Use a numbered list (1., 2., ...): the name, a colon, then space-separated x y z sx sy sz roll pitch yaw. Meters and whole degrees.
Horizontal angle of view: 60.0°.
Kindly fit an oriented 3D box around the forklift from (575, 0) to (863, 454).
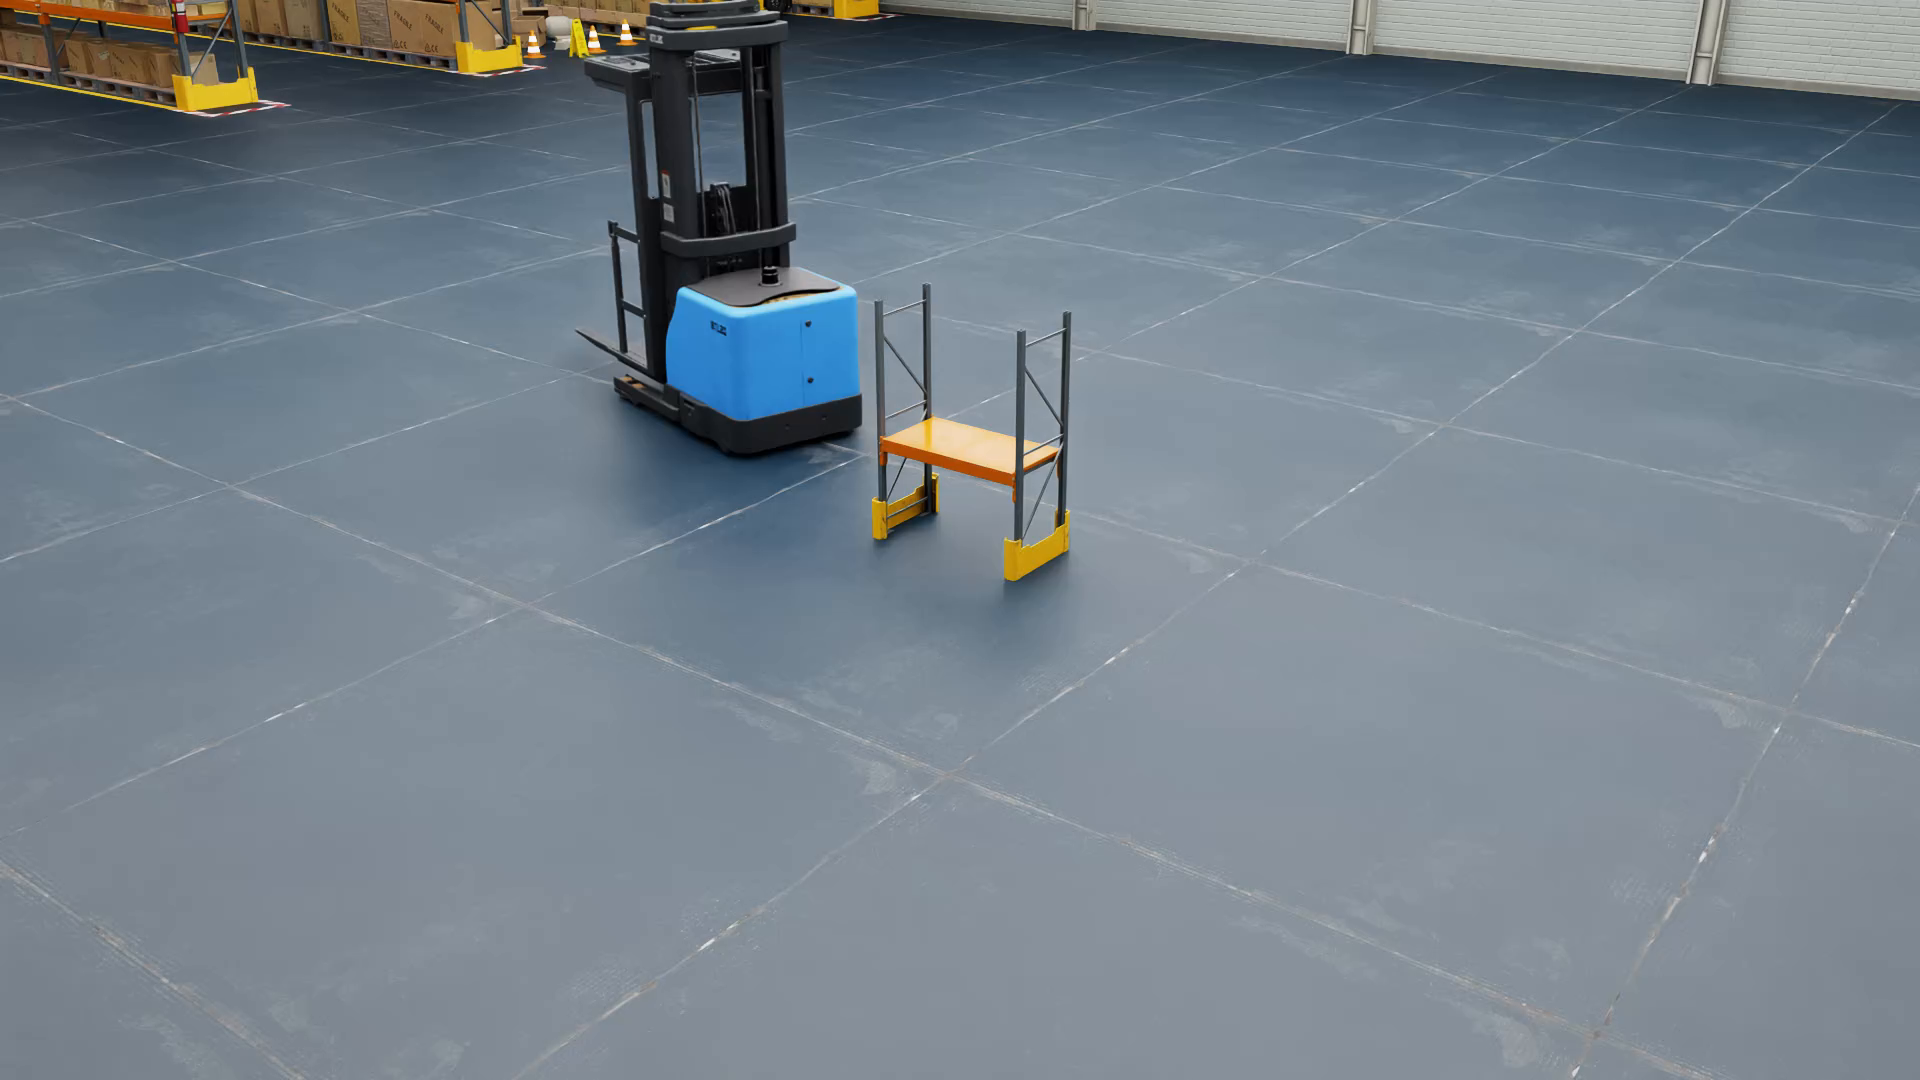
1. forklift: -1.986 -2.465 12.209 1.130 2.935 3.031 -17 29 -33

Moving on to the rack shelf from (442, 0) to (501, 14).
1. rack shelf: -9.719 -9.675 29.380 4.000 0.370 1.077 17 29 33

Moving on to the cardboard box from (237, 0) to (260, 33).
1. cardboard box: -13.386 -10.231 32.019 0.750 0.750 1.050 17 29 34

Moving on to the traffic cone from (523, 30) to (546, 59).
1. traffic cone: -7.692 -8.946 29.980 0.334 0.463 0.336 17 29 33

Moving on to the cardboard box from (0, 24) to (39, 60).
1. cardboard box: -16.119 -8.516 28.412 0.500 0.500 0.700 20 31 38

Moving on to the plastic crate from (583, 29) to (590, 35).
1. plastic crate: -7.667 -10.129 33.139 0.583 0.080 0.402 7 25 15

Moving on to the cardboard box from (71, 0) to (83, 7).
1. cardboard box: -13.594 -8.400 25.907 0.250 0.149 0.380 17 29 33

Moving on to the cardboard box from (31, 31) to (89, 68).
1. cardboard box: -14.854 -8.124 27.524 0.500 0.500 0.700 14 28 29

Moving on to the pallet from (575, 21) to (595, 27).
1. pallet: -7.873 -10.682 34.232 1.213 0.211 1.003 17 29 33

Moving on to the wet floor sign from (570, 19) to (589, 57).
1. wet floor sign: -6.908 -9.075 30.045 0.232 0.644 0.267 12 26 24

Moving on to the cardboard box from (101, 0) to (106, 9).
1. cardboard box: -12.948 -8.243 25.551 0.250 0.149 0.380 17 29 33

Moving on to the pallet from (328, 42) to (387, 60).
1. pallet: -10.758 -9.002 30.420 1.213 0.211 1.003 17 29 33

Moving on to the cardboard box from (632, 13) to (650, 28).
1. cardboard box: -6.059 -10.190 32.547 0.500 0.250 0.500 17 29 33

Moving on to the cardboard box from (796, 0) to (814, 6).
1. cardboard box: -3.215 -11.813 36.230 0.500 0.250 0.500 17 29 33

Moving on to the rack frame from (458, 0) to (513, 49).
1. rack frame: -8.119 -9.520 28.137 0.127 3.000 1.000 17 29 33

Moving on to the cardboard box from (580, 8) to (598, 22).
1. cardboard box: -7.262 -10.560 33.387 0.500 0.250 0.500 16 29 33

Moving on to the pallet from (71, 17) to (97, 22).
1. pallet: -18.280 -11.297 35.628 1.213 0.211 1.003 17 29 33

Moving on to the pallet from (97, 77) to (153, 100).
1. pallet: -12.836 -7.190 26.306 1.213 0.211 1.003 17 29 33

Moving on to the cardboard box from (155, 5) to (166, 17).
1. cardboard box: -11.726 -7.892 24.754 0.250 0.149 0.380 17 29 33

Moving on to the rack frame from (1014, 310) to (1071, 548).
1. rack frame: 0.475 -0.543 9.622 0.032 1.500 0.500 17 29 33

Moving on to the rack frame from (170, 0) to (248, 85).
1. rack frame: -11.175 -7.944 24.560 0.127 3.000 1.000 17 29 33

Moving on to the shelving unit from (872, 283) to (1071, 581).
1. shelving unit: 0.061 -0.668 9.906 1.083 1.500 0.587 17 29 33

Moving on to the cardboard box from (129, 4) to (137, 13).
1. cardboard box: -12.323 -8.075 25.169 0.250 0.149 0.380 17 29 33

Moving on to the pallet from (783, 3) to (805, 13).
1. pallet: -3.866 -11.935 37.075 1.213 0.211 1.003 17 29 33

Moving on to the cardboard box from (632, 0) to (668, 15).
1. cardboard box: -6.029 -10.528 32.384 0.500 0.500 0.500 17 29 34

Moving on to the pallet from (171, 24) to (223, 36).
1. pallet: -15.145 -10.368 33.520 1.213 0.211 1.003 17 29 33

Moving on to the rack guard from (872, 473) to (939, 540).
1. rack guard: -0.338 -0.216 10.431 0.087 0.250 0.587 17 29 33

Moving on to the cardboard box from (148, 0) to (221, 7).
1. cardboard box: -11.598 -8.268 24.802 0.500 0.500 0.875 17 29 33

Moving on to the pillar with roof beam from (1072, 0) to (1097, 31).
1. pillar with roof beam: -0.055 -13.109 28.841 0.400 9.000 9.100 17 29 33

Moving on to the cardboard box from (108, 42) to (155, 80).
1. cardboard box: -13.073 -7.589 26.334 0.500 0.500 0.500 14 27 29

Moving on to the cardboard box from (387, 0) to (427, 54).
1. cardboard box: -9.407 -9.095 29.286 0.875 0.875 0.875 16 29 32

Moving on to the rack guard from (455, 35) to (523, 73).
1. rack guard: -8.100 -8.370 28.628 0.348 0.500 1.175 17 29 33

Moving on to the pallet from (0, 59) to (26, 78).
1. pallet: -15.980 -8.118 28.413 1.213 0.211 1.003 17 29 33

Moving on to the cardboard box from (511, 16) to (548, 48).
1. cardboard box: -8.155 -9.607 31.430 0.637 0.503 0.797 -1 24 -3

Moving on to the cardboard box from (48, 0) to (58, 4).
1. cardboard box: -14.192 -8.583 26.321 0.250 0.149 0.380 17 29 33

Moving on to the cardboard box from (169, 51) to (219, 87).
1. cardboard box: -11.664 -7.149 25.335 0.500 0.500 0.500 -20 31 -38

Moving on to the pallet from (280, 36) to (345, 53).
1. pallet: -11.982 -9.374 31.263 1.213 0.211 1.003 17 29 33

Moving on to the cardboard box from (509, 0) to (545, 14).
1. cardboard box: -8.853 -11.225 34.743 0.625 0.372 0.950 17 29 34

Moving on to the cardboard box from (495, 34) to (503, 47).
1. cardboard box: -8.840 -9.415 31.289 0.396 0.266 0.258 -21 31 -39

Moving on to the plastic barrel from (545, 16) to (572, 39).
1. plastic barrel: -7.792 -9.974 32.361 0.512 0.421 0.421 -5 24 -12

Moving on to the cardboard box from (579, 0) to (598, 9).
1. cardboard box: -7.272 -10.905 33.238 0.500 0.500 0.500 19 30 36
